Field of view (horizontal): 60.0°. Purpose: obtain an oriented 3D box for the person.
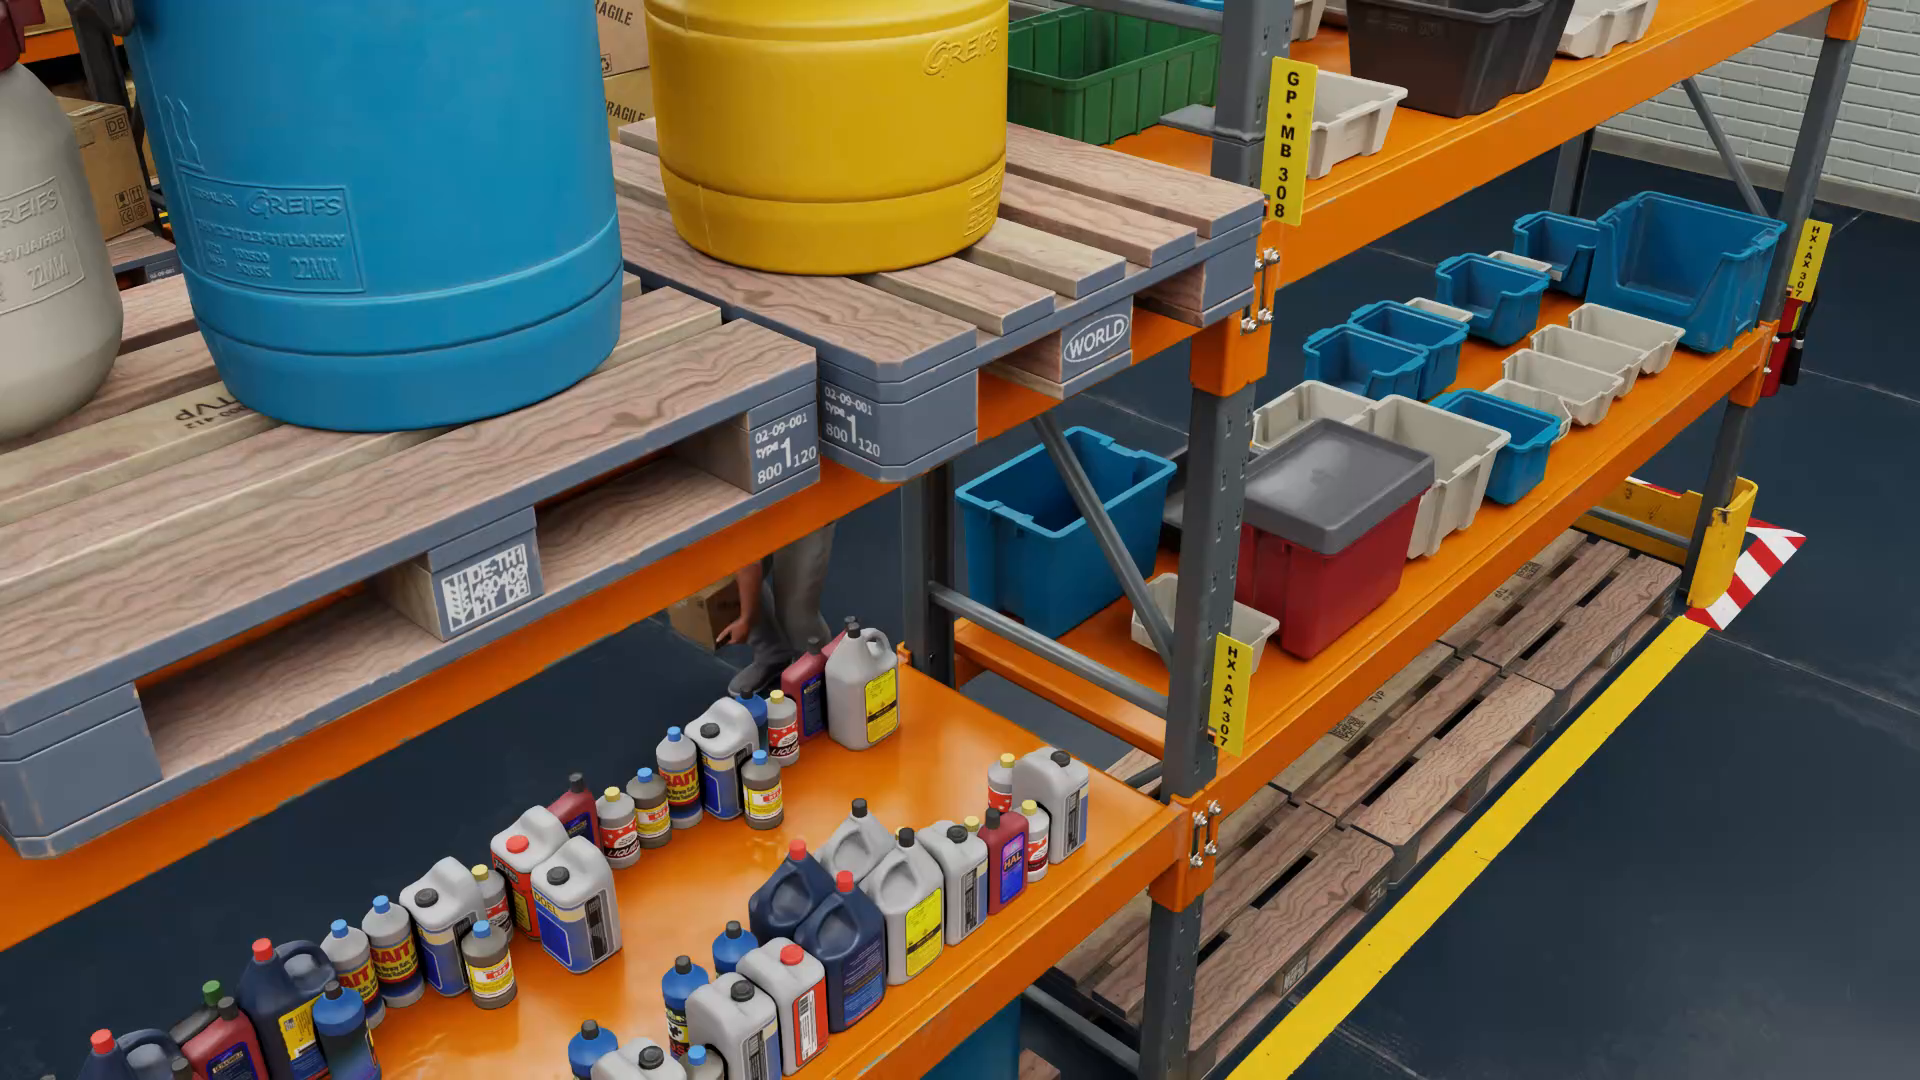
[{"bbox_3d":[-0.851,0.110,6.280,0.482,1.412,0.964,24,39,34],"label":"person"}]
